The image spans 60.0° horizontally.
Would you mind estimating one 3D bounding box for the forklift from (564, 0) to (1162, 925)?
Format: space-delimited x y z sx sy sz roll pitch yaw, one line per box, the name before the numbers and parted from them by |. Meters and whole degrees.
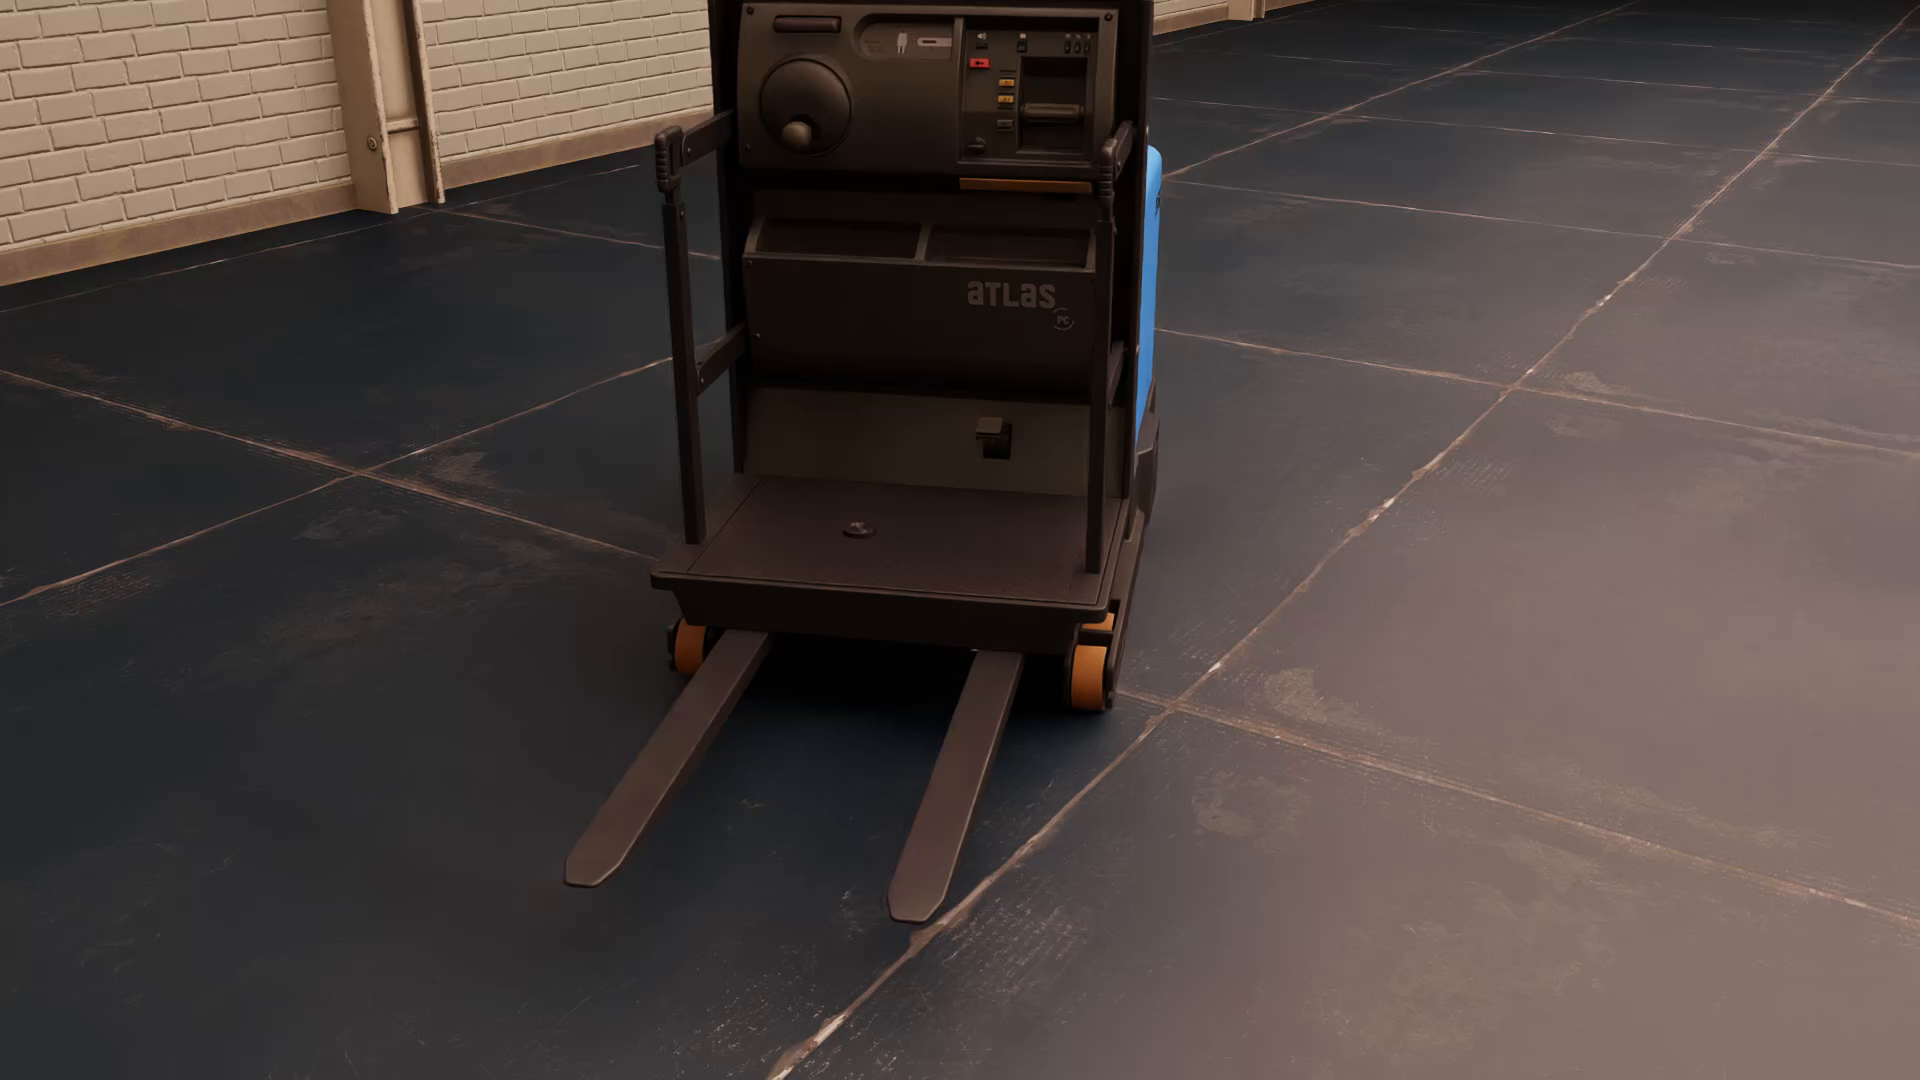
forklift | -0.122 -1.082 3.844 1.130 2.935 3.031 4 24 9
